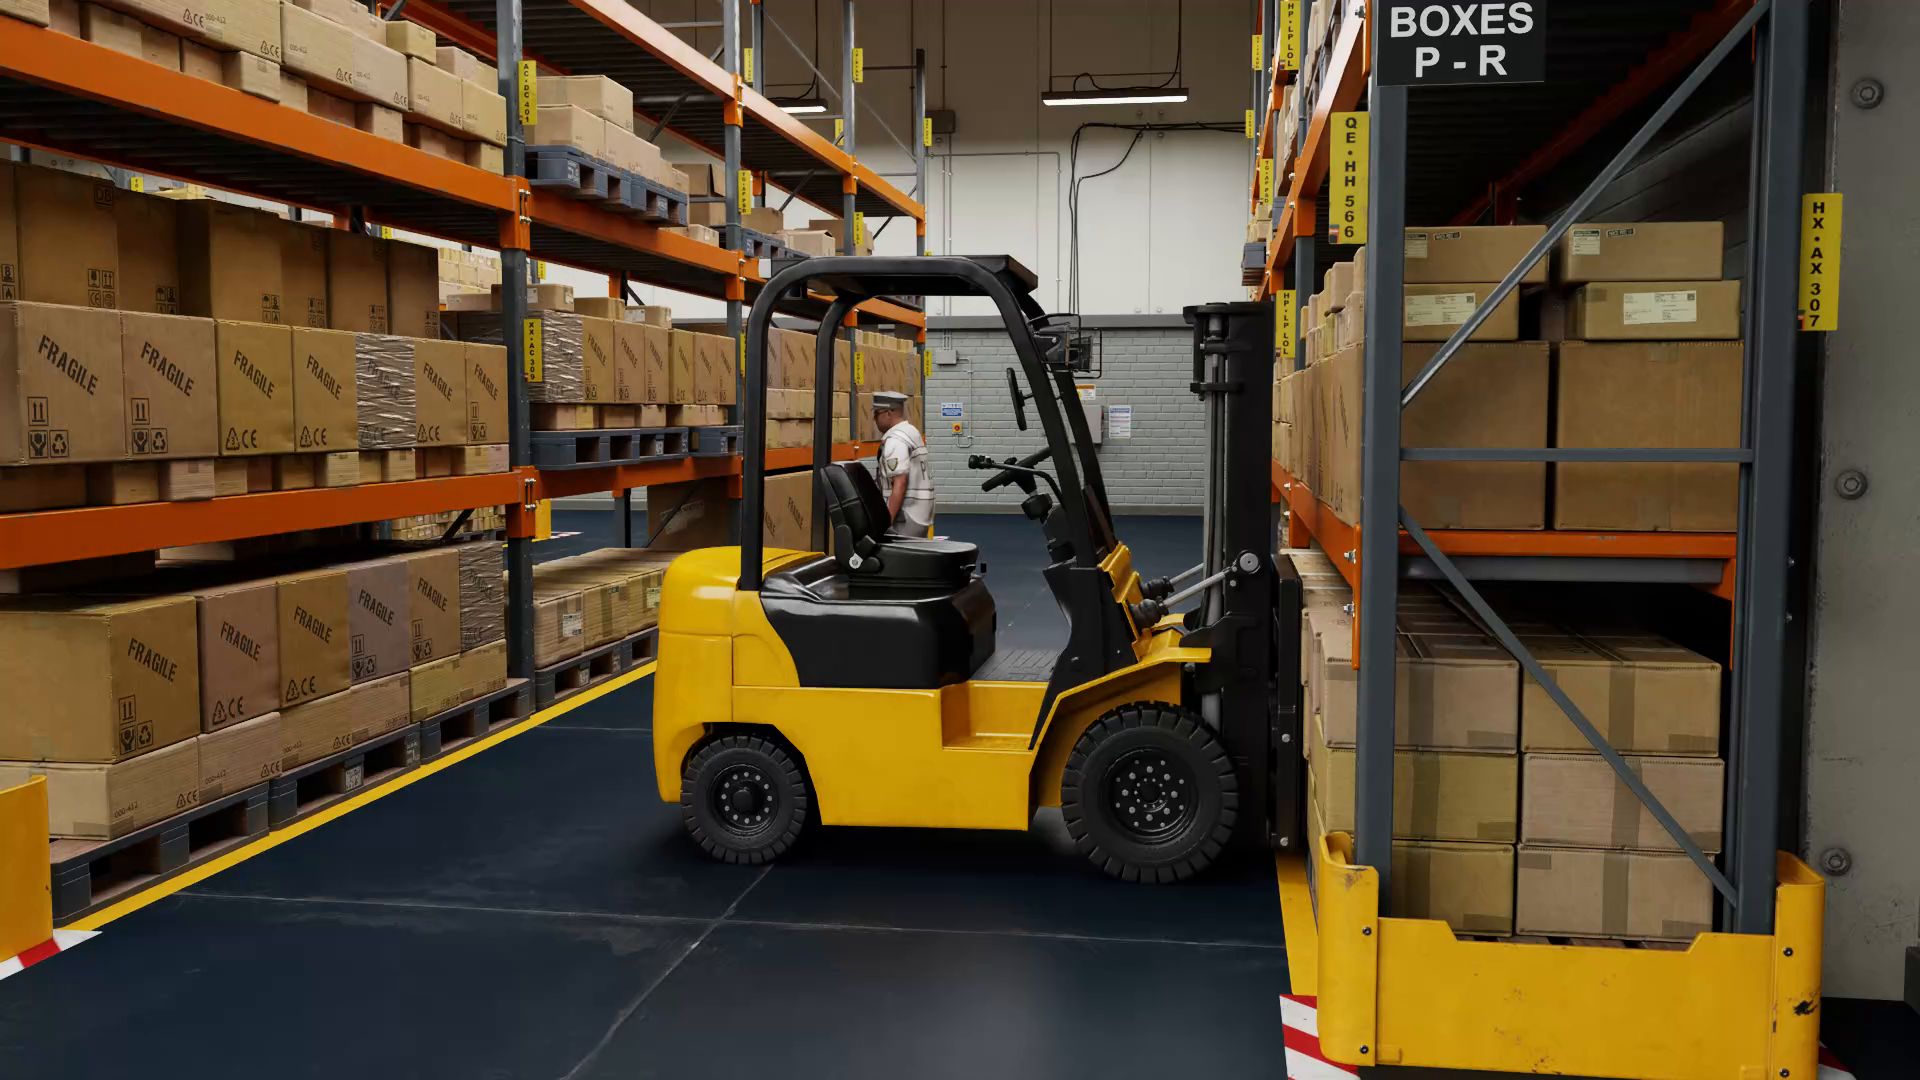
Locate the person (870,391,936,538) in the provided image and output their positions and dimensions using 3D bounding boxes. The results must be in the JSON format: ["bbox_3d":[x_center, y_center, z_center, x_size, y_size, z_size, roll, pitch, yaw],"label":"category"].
[{"bbox_3d":[-0.388,-0.121,11.148,0.436,1.748,0.586,1,4,9],"label":"person"}]
